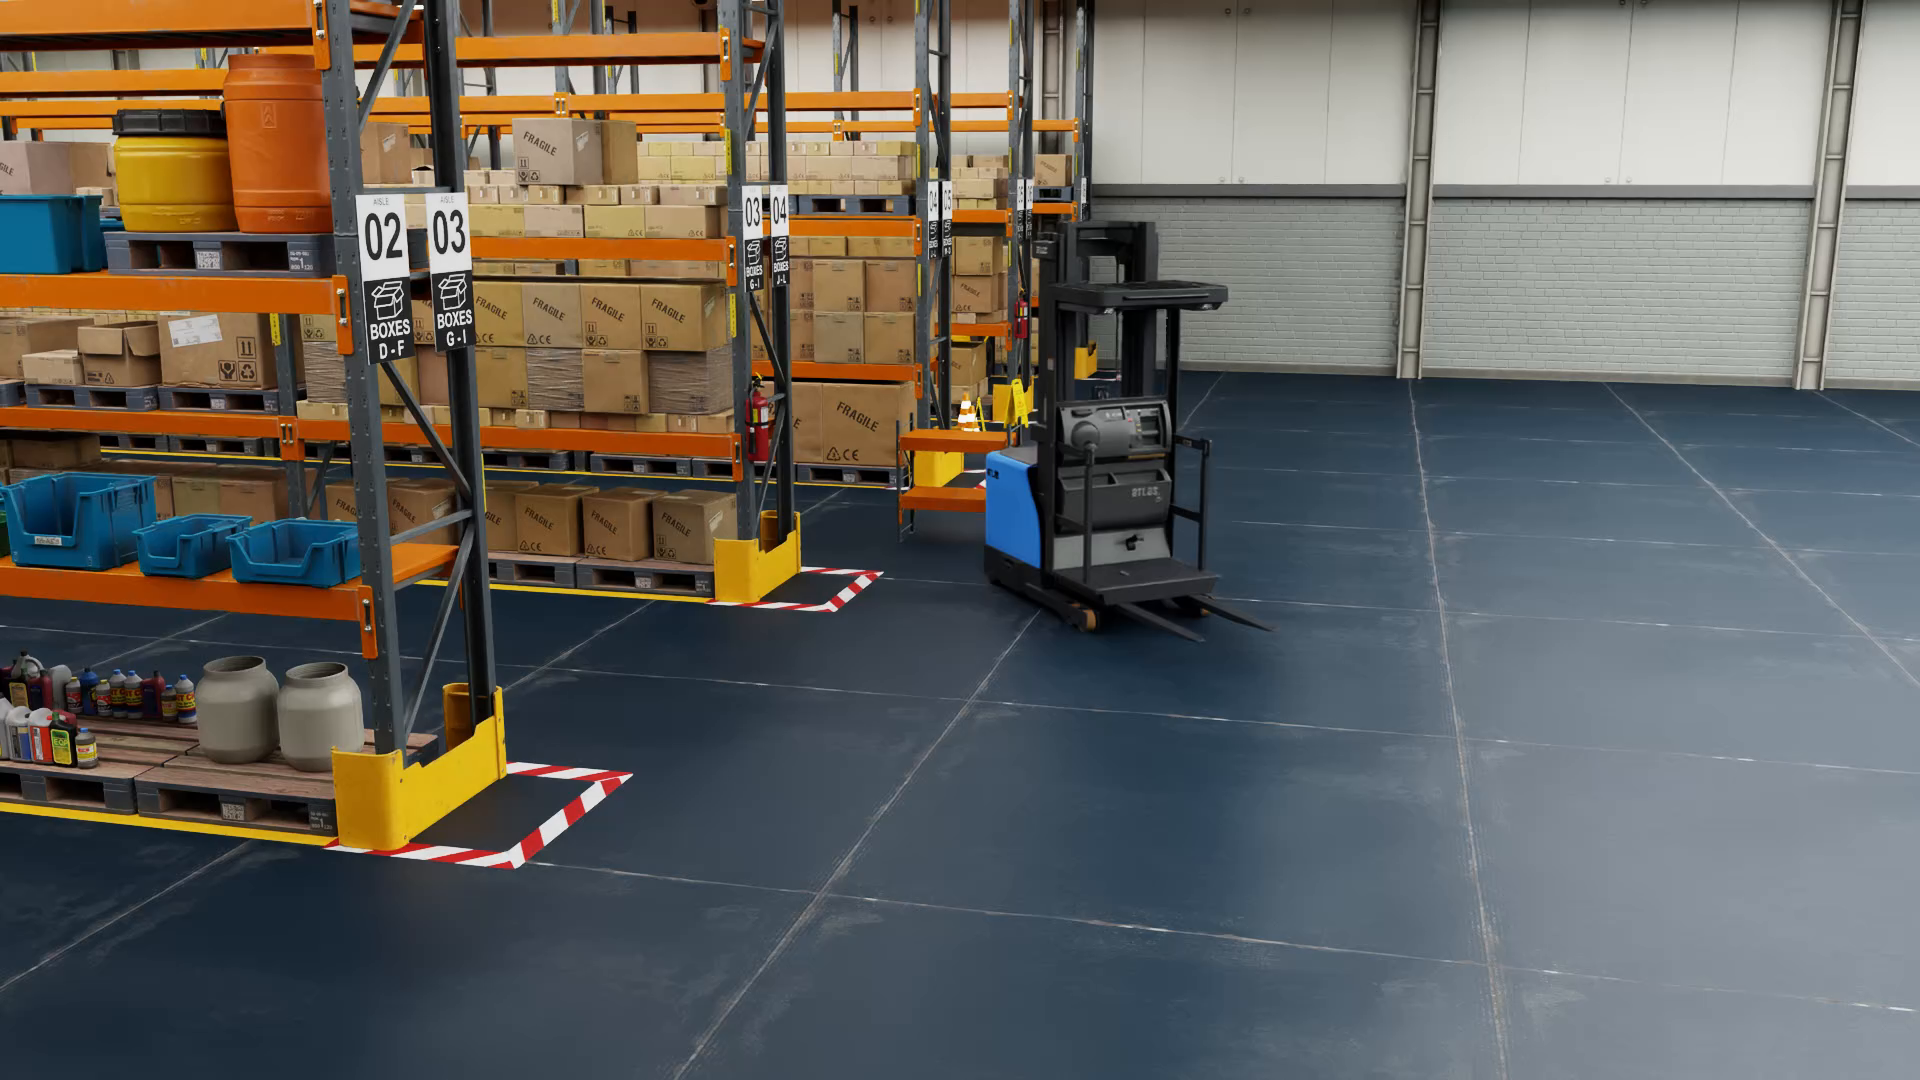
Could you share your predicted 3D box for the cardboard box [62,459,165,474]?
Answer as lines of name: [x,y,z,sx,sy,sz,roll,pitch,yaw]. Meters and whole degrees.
cardboard box: [-7.581,-0.418,14.962,0.500,0.500,0.700,4,13,18]

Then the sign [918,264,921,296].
sign: [-0.420,-2.698,17.265,0.005,0.325,0.100,3,13,14]

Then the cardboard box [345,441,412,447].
cardboard box: [-6.624,-1.557,19.568,0.750,0.750,1.050,3,13,14]

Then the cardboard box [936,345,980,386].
cardboard box: [-0.029,-2.392,22.754,0.500,0.500,0.500,3,13,14]

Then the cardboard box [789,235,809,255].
cardboard box: [-2.206,-3.967,22.978,0.500,0.500,0.700,3,13,14]

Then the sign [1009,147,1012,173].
sign: [0.659,-4.958,21.700,0.005,0.325,0.100,3,13,14]

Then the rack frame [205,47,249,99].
rack frame: [-10.839,-6.728,24.800,0.127,3.000,1.000,3,13,14]

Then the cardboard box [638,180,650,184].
cardboard box: [-3.394,-3.817,17.983,0.250,0.149,0.380,3,13,13]

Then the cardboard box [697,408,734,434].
cardboard box: [-1.889,-0.941,13.148,0.250,0.149,0.380,3,13,14]

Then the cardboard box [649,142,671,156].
cardboard box: [-3.148,-4.193,17.838,0.250,0.149,0.380,3,13,13]

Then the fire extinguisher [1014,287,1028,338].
fire extinguisher: [0.812,-3.036,22.187,0.183,0.674,0.296,3,13,14]

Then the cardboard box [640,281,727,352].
cardboard box: [-2.156,-1.751,12.993,0.500,0.500,0.500,3,13,14]

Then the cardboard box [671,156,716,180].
cardboard box: [-2.772,-3.992,17.852,0.500,0.250,0.500,3,13,13]

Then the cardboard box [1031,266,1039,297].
cardboard box: [1.456,-4.240,27.203,0.500,0.500,0.500,3,13,12]

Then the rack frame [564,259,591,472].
rack frame: [-4.160,-2.338,18.863,0.127,3.000,1.000,3,13,14]

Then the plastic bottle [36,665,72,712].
plastic bottle: [-5.282,0.865,9.698,0.135,0.276,0.152,3,13,15]

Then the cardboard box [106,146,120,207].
cardboard box: [-6.794,-3.114,14.227,0.637,0.503,0.797,4,13,16]

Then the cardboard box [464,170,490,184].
cardboard box: [-5.411,-4.001,18.578,0.500,0.250,0.500,3,13,13]

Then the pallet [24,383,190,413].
pallet: [-7.398,-1.320,14.717,1.213,0.211,1.003,3,13,14]

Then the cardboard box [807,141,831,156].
cardboard box: [-1.428,-4.101,17.423,0.250,0.149,0.380,3,13,14]

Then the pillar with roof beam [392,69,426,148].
pillar with roof beam: [-11.145,-7.093,26.442,0.548,9.000,9.100,3,13,14]

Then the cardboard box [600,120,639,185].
cardboard box: [-2.940,-3.129,13.431,0.500,0.500,0.500,3,13,13]

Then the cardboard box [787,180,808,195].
cardboard box: [-1.669,-3.725,17.568,0.250,0.149,0.380,3,13,13]

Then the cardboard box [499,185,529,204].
cardboard box: [-3.424,-2.720,13.086,0.250,0.149,0.380,2,13,11]

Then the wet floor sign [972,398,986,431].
wet floor sign: [0.226,-1.396,20.052,0.232,0.644,0.267,1,13,4]

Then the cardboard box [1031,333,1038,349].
cardboard box: [1.450,-3.287,27.364,0.500,0.250,0.500,3,13,13]

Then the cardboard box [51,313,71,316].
cardboard box: [-10.652,-2.665,19.947,0.250,0.149,0.380,2,13,11]

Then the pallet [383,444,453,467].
pallet: [-6.115,-1.064,19.557,1.213,0.211,1.003,3,13,14]

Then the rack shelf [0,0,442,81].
rack shelf: [-4.691,-2.537,8.494,4.000,0.370,1.077,3,13,14]

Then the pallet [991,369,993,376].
pallet: [0.064,-2.954,28.077,1.213,0.211,1.003,3,13,14]

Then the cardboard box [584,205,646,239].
cardboard box: [-2.577,-2.481,12.927,0.500,0.250,0.500,3,13,14]

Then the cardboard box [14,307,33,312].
cardboard box: [-11.152,-2.837,20.037,0.250,0.149,0.380,3,13,15]

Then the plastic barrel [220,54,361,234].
plastic barrel: [-3.252,-1.929,8.131,0.708,0.830,0.600,3,13,14]

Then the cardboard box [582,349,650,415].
cardboard box: [-2.605,-1.322,13.364,0.500,0.500,0.875,3,13,14]

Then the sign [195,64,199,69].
sign: [-13.667,-8.360,29.817,0.005,0.325,0.100,3,13,14]

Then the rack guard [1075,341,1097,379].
rack guard: [2.020,-2.999,27.613,0.348,0.500,1.175,3,13,14]

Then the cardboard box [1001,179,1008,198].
cardboard box: [0.387,-4.795,22.672,0.500,0.250,0.500,3,13,13]

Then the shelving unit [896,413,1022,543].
shelving unit: [-0.007,-0.549,15.130,1.048,1.125,0.538,3,13,14]

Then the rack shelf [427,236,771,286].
rack shelf: [-3.505,-2.310,13.470,4.000,0.370,1.077,3,13,14]

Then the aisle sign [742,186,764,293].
aisle sign: [-1.575,-2.295,12.669,0.004,0.787,0.394,3,13,14]

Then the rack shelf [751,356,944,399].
rack shelf: [-2.218,-1.883,18.473,4.000,0.370,1.077,3,13,14]

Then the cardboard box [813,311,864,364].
cardboard box: [-1.187,-2.237,18.063,0.550,0.550,0.875,3,13,14]

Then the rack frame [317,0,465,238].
rack frame: [-2.750,-2.980,7.905,0.127,3.000,1.000,3,13,14]

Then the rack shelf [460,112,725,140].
rack shelf: [-5.014,-5.870,23.517,4.000,0.370,1.077,3,13,14]

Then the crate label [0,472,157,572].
crate label: [-4.601,-0.107,8.725,0.616,0.435,0.502,3,13,14]

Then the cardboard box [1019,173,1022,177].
cardboard box: [0.874,-5.866,26.947,0.258,0.266,0.396,3,13,14]

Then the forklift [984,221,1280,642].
forklift: [1.267,-0.863,12.371,1.130,2.935,3.031,-6,14,-24]

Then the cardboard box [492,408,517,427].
cardboard box: [-3.597,-1.025,13.523,0.250,0.149,0.380,3,13,14]

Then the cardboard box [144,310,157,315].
cardboard box: [-9.391,-2.743,19.611,0.250,0.149,0.380,3,13,14]

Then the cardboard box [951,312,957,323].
cardboard box: [-0.119,-3.036,22.589,0.250,0.149,0.380,3,13,13]

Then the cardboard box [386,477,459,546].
cardboard box: [-4.510,-0.228,14.152,0.500,0.500,0.500,8,15,31]

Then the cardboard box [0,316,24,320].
cardboard box: [-8.796,-1.742,14.976,0.500,0.500,0.500,1,13,7]

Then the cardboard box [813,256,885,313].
cardboard box: [-1.184,-2.767,17.959,0.550,0.550,0.875,3,13,14]

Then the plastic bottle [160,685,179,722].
plastic bottle: [-4.536,0.935,9.554,0.097,0.201,0.097,0,13,0]

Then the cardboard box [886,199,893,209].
cardboard box: [-0.839,-4.550,22.489,0.250,0.149,0.380,3,13,12]

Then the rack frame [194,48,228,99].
rack frame: [-13.537,-7.980,30.441,0.127,3.000,1.000,3,13,14]
